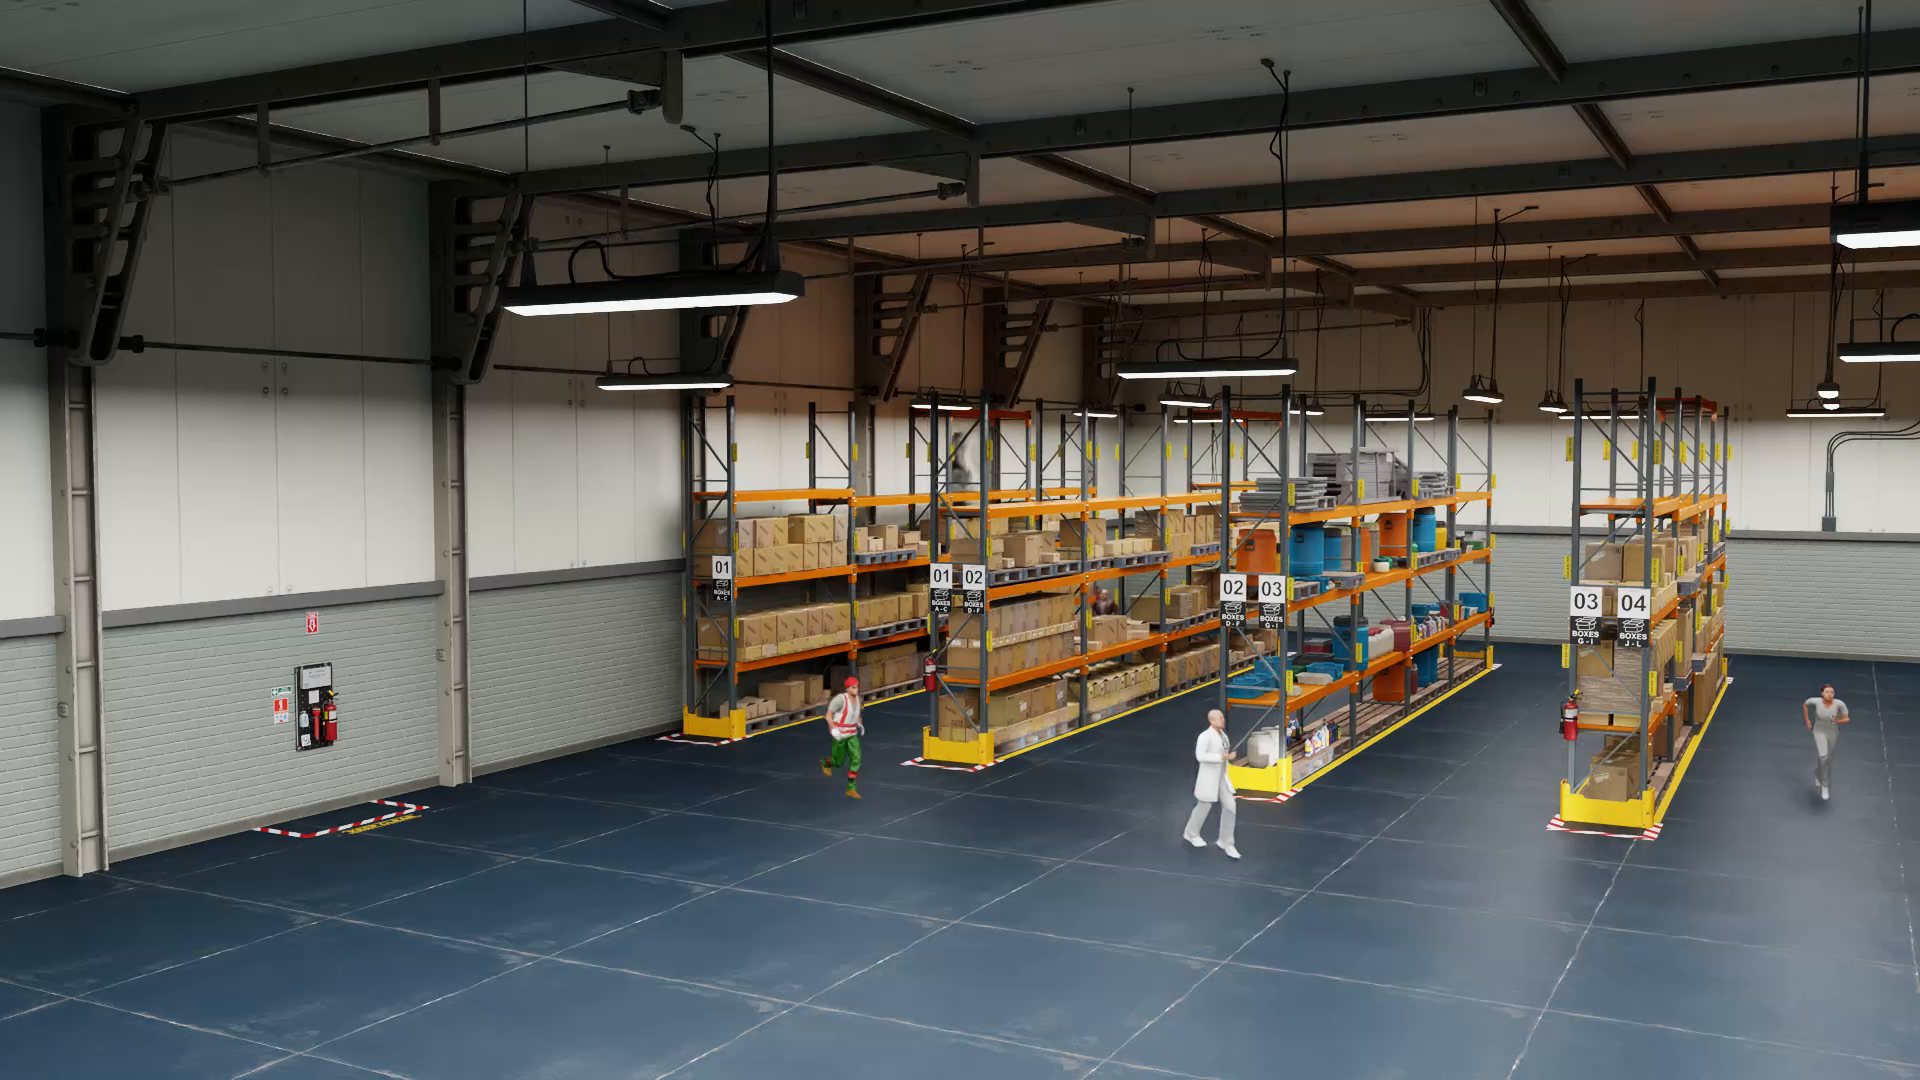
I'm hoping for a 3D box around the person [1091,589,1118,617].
[{"bbox_3d":[3.418,1.986,39.556,0.699,1.627,0.930,1,3,19],"label":"person"}]

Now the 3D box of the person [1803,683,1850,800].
[{"bbox_3d":[12.672,2.904,24.378,0.564,1.673,0.935,1,3,15],"label":"person"}]

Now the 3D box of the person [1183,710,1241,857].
[{"bbox_3d":[3.115,3.034,20.740,0.669,1.855,0.861,-3,4,-43],"label":"person"}]

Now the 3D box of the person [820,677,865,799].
[{"bbox_3d":[-1.714,2.867,24.350,0.664,1.767,0.942,-3,4,-40],"label":"person"}]
